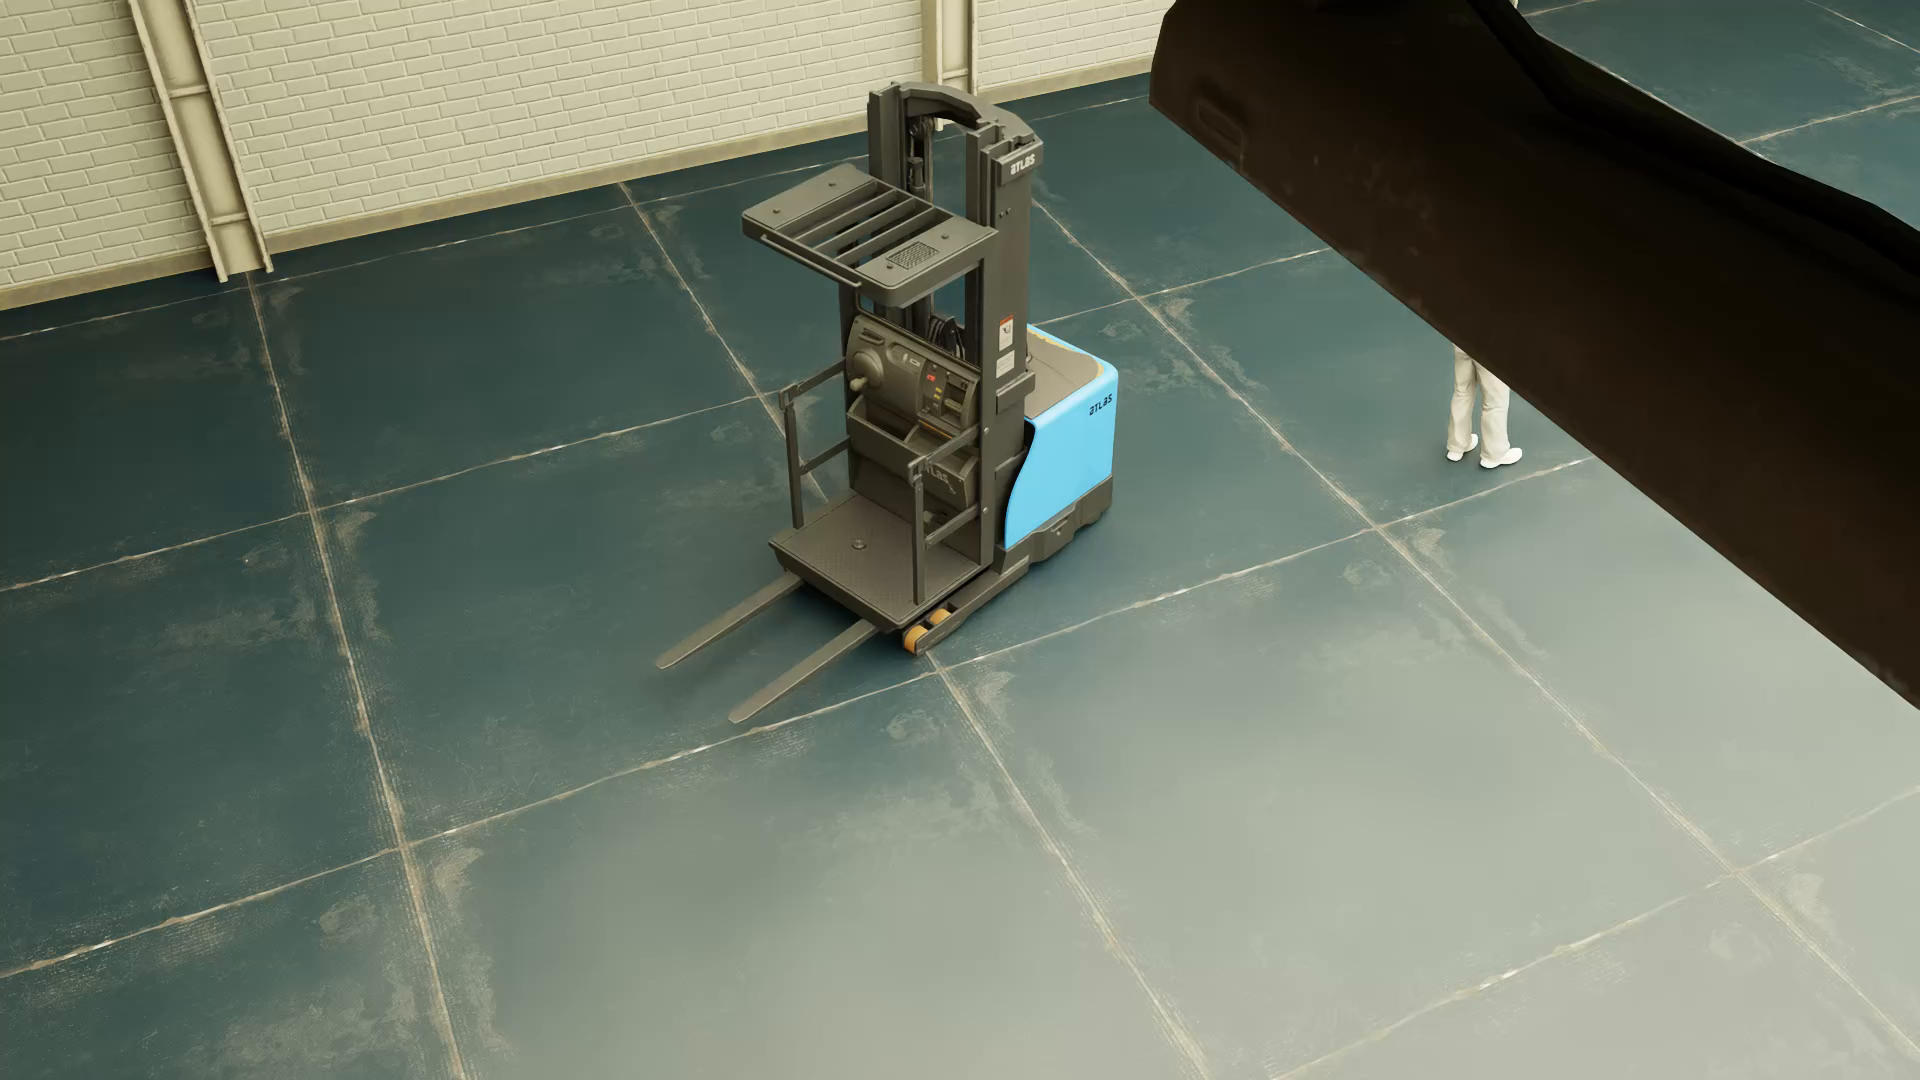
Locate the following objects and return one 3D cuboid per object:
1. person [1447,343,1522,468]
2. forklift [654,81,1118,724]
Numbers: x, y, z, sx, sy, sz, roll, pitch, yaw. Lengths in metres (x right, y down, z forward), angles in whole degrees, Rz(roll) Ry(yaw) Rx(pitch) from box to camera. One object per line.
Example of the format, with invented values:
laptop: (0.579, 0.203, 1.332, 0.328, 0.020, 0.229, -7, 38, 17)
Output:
person: (3.326, -1.218, 10.444, 0.550, 1.676, 0.550, -25, 46, -27)
forklift: (-0.413, -0.839, 9.021, 1.130, 2.935, 3.031, 31, 49, 31)
